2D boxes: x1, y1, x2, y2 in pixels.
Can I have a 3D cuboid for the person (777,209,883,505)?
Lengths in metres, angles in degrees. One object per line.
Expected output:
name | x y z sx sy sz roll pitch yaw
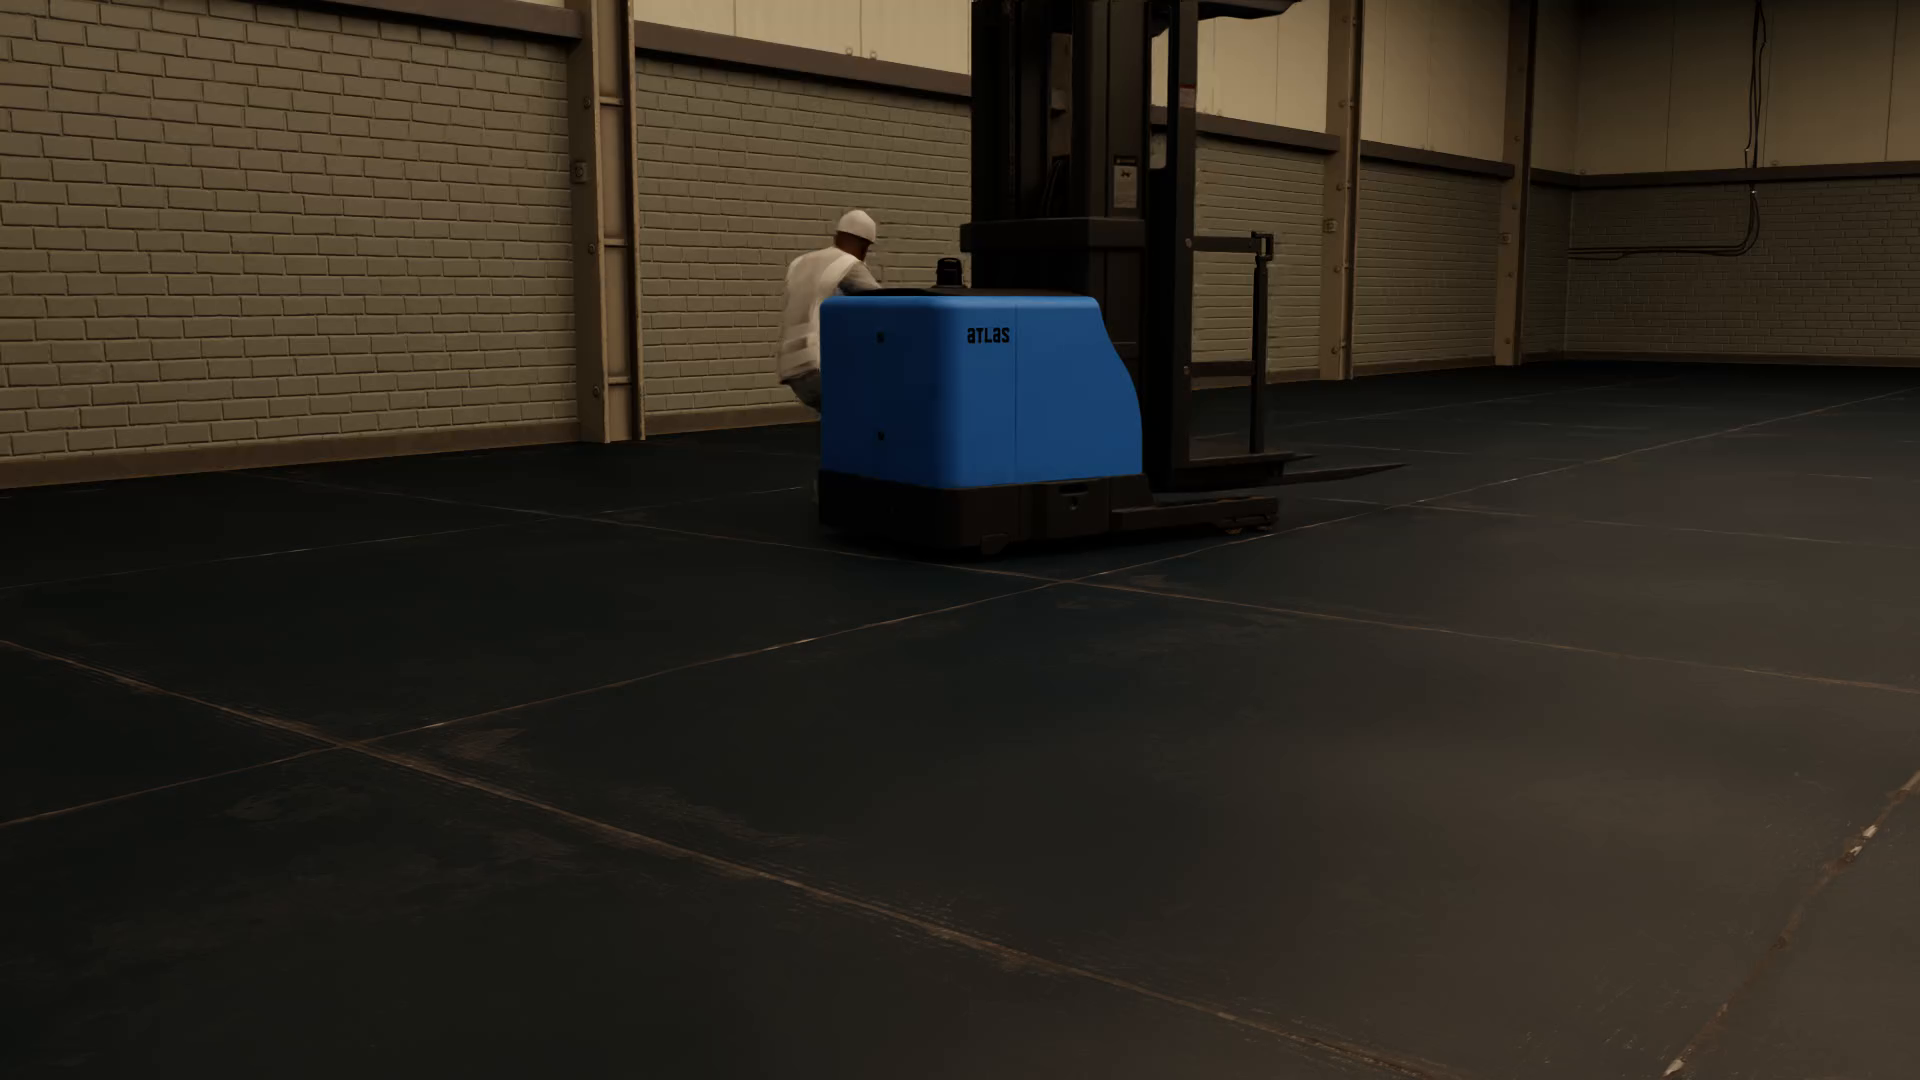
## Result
person | -0.443 -0.910 8.341 0.874 1.480 1.463 -8 12 -44

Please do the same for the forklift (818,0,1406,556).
forklift | 0.862 -1.529 7.732 3.031 2.935 1.130 -6 10 -35
